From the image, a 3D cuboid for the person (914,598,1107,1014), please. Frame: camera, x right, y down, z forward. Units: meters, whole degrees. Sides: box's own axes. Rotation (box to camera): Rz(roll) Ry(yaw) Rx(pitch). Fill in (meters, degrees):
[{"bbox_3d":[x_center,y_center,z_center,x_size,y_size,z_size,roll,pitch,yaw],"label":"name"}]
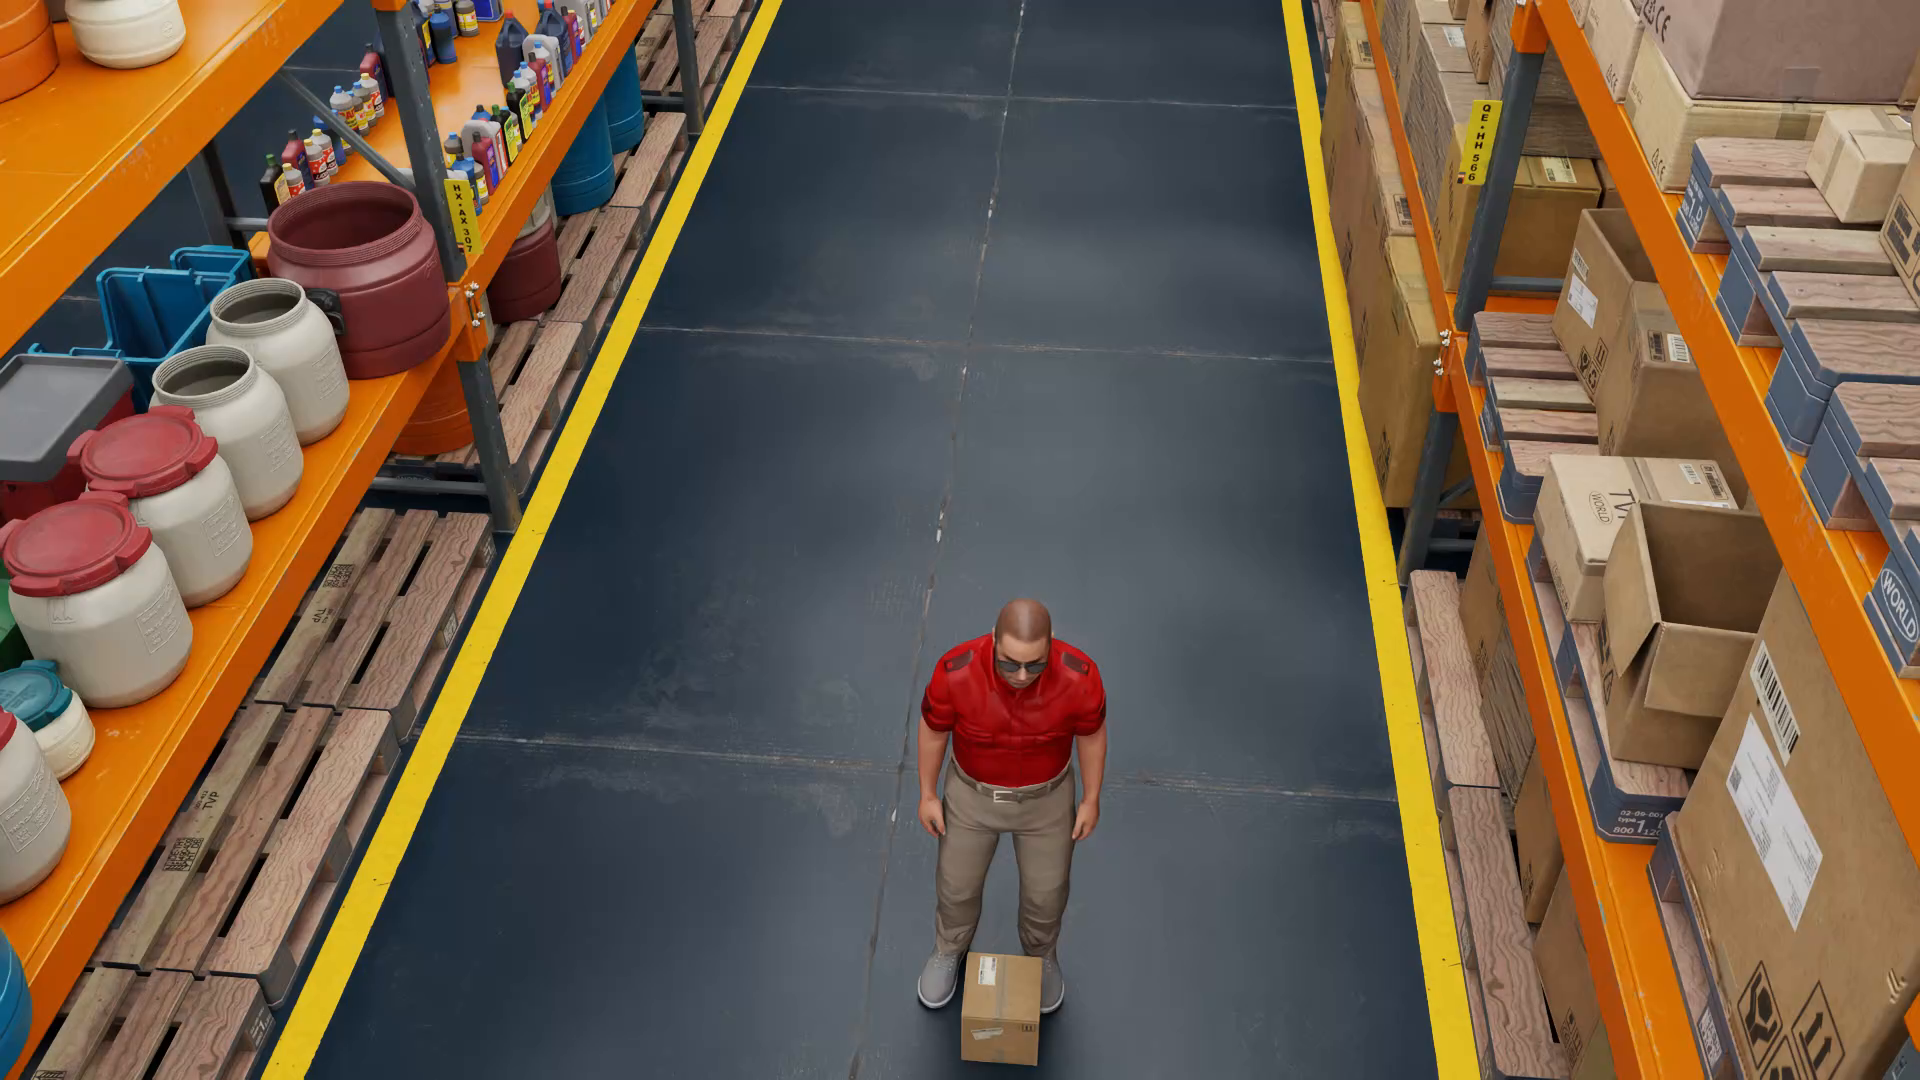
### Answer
[{"bbox_3d":[0.152,0.813,5.190,0.585,1.727,0.391,3,40,4],"label":"person"}]
